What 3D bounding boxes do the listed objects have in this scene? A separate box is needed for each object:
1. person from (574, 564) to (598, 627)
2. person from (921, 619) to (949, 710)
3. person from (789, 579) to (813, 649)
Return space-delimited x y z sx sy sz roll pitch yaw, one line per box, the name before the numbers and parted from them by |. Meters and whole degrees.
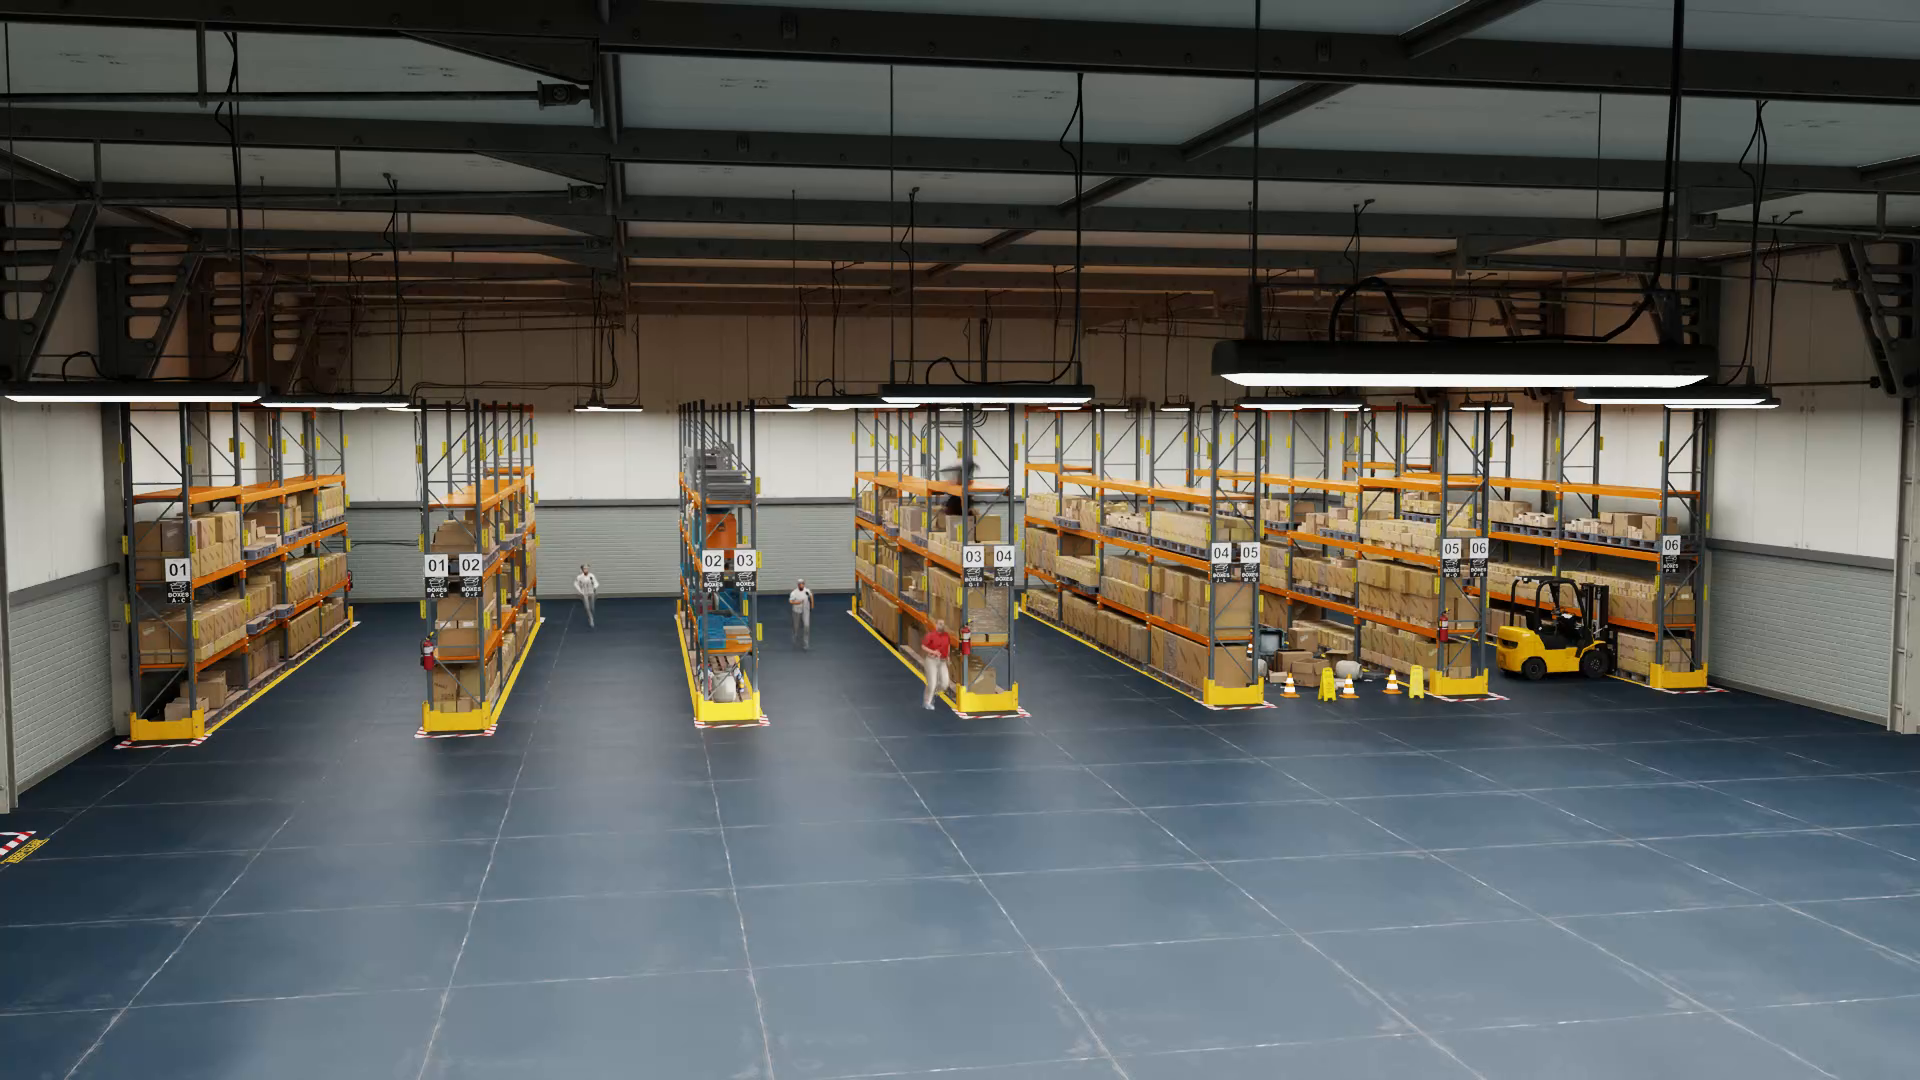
person | -10.140 1.486 45.178 0.628 1.698 0.810 -2 5 -23
person | -0.390 2.304 30.919 0.677 1.673 0.627 -3 5 -32
person | -3.917 1.804 41.033 0.612 1.709 0.896 -1 4 -13
